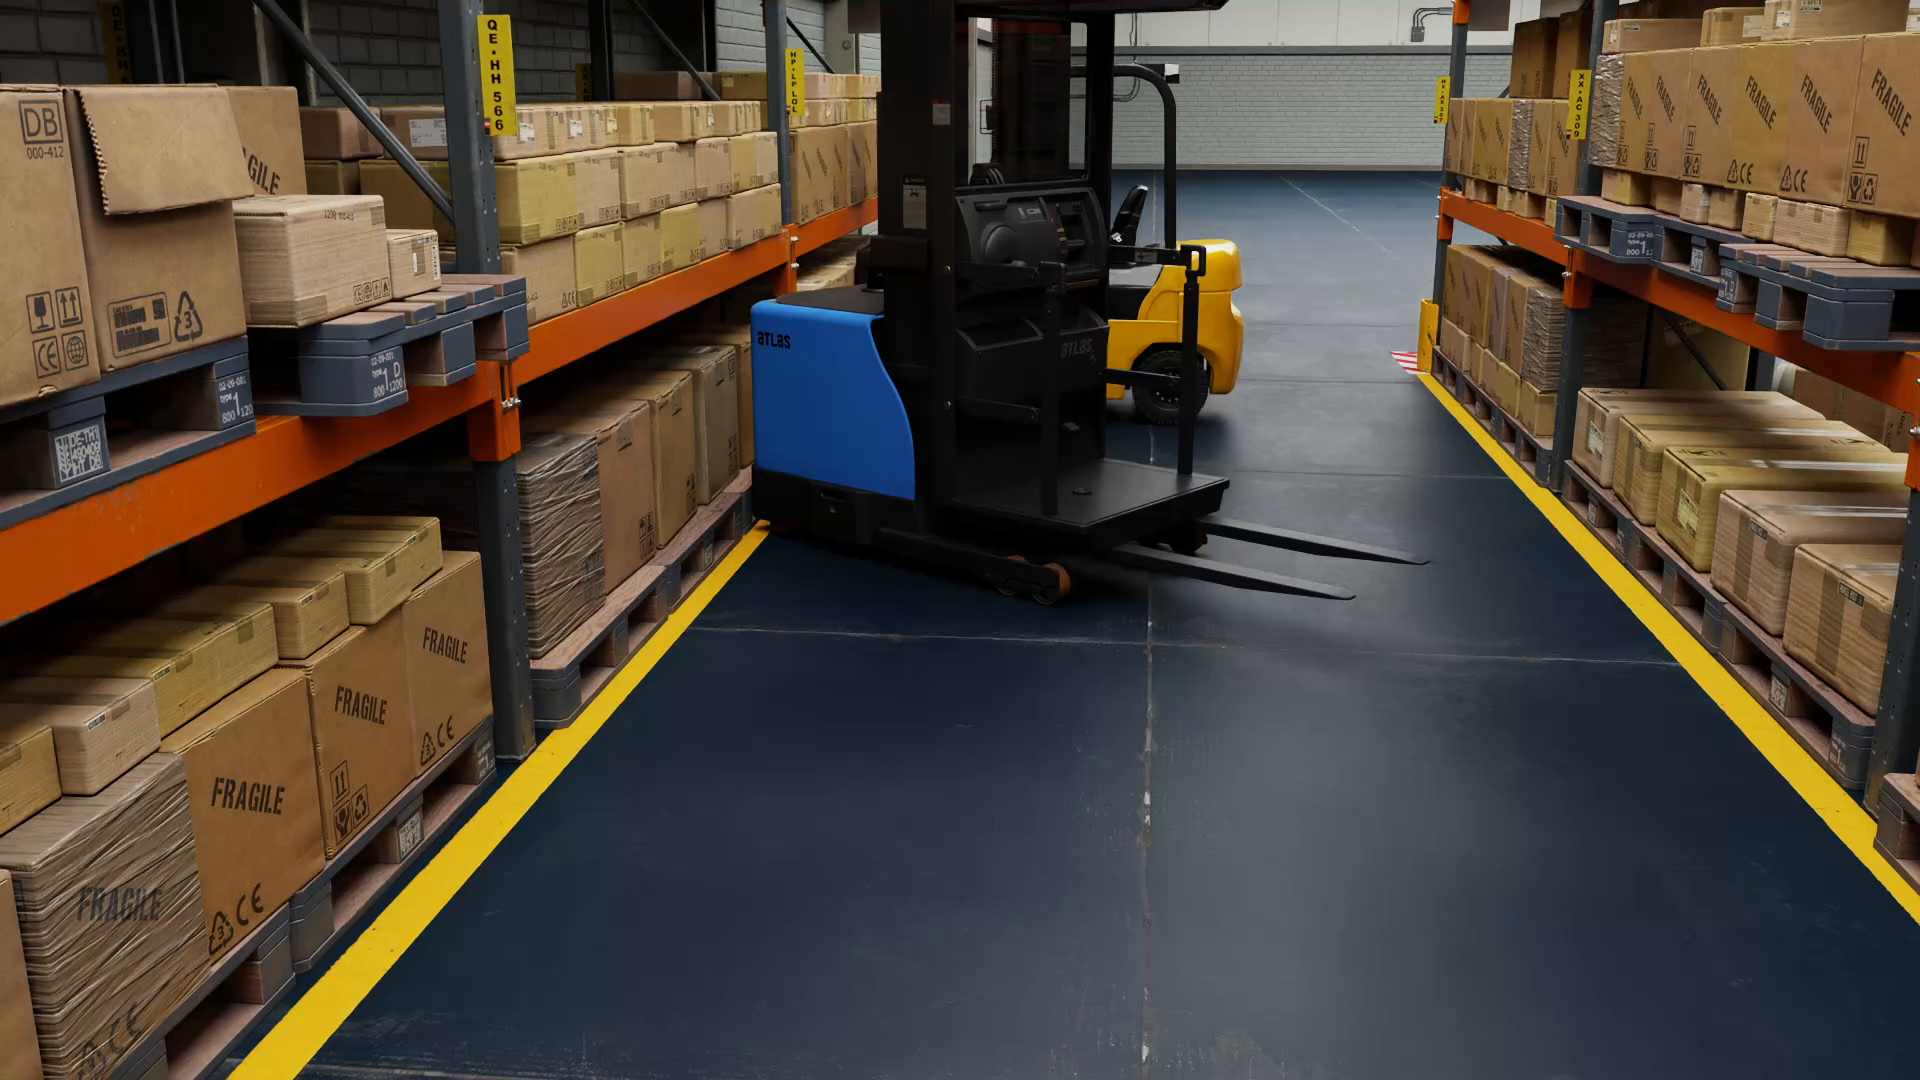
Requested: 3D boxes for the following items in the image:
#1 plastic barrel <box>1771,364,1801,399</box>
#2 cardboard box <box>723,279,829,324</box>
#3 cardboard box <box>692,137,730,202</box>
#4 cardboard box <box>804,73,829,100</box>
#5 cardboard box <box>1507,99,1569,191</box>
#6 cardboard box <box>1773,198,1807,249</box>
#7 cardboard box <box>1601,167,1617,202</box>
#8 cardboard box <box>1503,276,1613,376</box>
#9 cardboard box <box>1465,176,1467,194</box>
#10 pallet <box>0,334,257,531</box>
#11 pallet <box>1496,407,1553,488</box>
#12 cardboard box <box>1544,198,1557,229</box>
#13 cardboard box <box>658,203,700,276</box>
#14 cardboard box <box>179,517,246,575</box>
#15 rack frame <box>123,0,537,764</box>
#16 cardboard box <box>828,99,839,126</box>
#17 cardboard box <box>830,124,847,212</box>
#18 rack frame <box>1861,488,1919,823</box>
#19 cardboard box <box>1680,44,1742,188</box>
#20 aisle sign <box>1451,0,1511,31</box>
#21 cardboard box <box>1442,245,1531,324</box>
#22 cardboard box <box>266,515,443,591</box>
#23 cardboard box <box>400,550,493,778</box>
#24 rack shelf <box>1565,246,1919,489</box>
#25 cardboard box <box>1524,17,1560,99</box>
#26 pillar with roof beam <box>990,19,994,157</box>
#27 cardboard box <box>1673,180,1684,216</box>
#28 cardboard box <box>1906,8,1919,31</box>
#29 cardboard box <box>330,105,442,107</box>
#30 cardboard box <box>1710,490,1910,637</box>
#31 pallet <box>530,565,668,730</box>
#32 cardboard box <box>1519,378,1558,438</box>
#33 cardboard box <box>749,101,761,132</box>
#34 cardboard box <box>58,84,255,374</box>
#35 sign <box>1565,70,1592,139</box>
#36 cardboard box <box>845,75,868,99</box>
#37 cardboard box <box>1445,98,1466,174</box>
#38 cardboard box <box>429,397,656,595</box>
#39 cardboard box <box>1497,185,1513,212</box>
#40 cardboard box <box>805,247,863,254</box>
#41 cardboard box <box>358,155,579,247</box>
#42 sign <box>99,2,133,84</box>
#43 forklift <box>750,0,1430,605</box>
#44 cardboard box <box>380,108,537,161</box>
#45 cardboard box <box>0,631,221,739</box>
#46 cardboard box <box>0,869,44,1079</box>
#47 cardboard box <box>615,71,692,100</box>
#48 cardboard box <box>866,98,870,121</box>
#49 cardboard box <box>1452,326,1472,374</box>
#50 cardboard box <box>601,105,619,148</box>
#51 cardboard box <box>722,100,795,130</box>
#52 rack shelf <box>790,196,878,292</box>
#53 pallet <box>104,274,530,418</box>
[{"bbox_3d":[5.270,-0.896,10.165,0.421,0.421,0.512,-14,20,-42],"label":"plastic barrel"},{"bbox_3d":[-1.019,-1.302,9.279,0.500,0.250,0.500,1,15,5],"label":"cardboard box"},{"bbox_3d":[-1.301,-1.596,7.147,0.500,0.250,0.500,2,15,7],"label":"cardboard box"},{"bbox_3d":[-0.964,-2.607,9.554,0.380,0.149,0.250,2,15,8],"label":"cardboard box"},{"bbox_3d":[3.456,-2.266,9.532,0.500,0.500,0.500,2,15,8],"label":"cardboard box"},{"bbox_3d":[2.878,-1.022,5.372,0.380,0.149,0.250,1,15,4],"label":"cardboard box"},{"bbox_3d":[3.171,-1.630,7.621,0.380,0.149,0.250,2,15,7],"label":"cardboard box"},{"bbox_3d":[3.403,-1.213,9.429,0.500,0.500,0.500,2,15,7],"label":"cardboard box"},{"bbox_3d":[3.630,-2.385,11.215,0.380,0.149,0.250,1,15,4],"label":"cardboard box"},{"bbox_3d":[-2.051,-0.193,2.998,1.003,0.211,1.213,2,15,6],"label":"pallet"},{"bbox_3d":[3.588,-0.512,9.150,1.003,0.211,1.213,2,15,6],"label":"pallet"},{"bbox_3d":[3.302,-1.719,8.753,0.380,0.149,0.250,2,15,8],"label":"cardboard box"},{"bbox_3d":[-1.370,-1.225,6.731,0.500,0.250,0.500,2,15,8],"label":"cardboard box"},{"bbox_3d":[-2.205,0.026,4.559,0.380,0.149,0.250,2,15,9],"label":"cardboard box"},{"bbox_3d":[-1.836,-0.790,4.839,1.000,3.000,0.127,2,15,6],"label":"rack frame"},{"bbox_3d":[-0.926,-2.530,9.836,0.380,0.149,0.250,2,15,6],"label":"cardboard box"},{"bbox_3d":[-0.977,-2.251,10.047,0.500,0.500,0.500,2,15,6],"label":"cardboard box"},{"bbox_3d":[3.096,-0.645,4.302,1.000,3.000,0.127,2,15,6],"label":"rack frame"},{"bbox_3d":[3.037,-1.573,6.166,0.500,0.500,0.500,1,15,4],"label":"cardboard box"},{"bbox_3d":[3.698,-4.000,11.729,0.394,0.787,0.004,2,15,6],"label":"aisle sign"},{"bbox_3d":[3.631,-1.750,11.415,0.500,0.500,0.500,1,15,4],"label":"cardboard box"},{"bbox_3d":[-1.640,0.036,4.524,0.380,0.149,0.250,1,15,4],"label":"cardboard box"},{"bbox_3d":[-1.671,0.329,4.681,0.500,0.500,0.500,2,15,8],"label":"cardboard box"},{"bbox_3d":[3.322,-0.817,6.314,1.077,0.370,4.000,2,15,6],"label":"rack shelf"},{"bbox_3d":[4.093,-3.125,10.794,0.700,0.500,0.500,2,15,7],"label":"cardboard box"},{"bbox_3d":[5.078,-11.705,33.711,9.100,9.000,0.400,2,15,6],"label":"pillar with roof beam"},{"bbox_3d":[3.078,-1.360,6.623,0.380,0.149,0.250,2,15,7],"label":"cardboard box"},{"bbox_3d":[3.647,-2.013,6.552,0.380,0.149,0.250,1,15,4],"label":"cardboard box"},{"bbox_3d":[-2.034,-1.444,5.823,0.380,0.149,0.250,1,15,5],"label":"cardboard box"},{"bbox_3d":[3.245,0.083,5.839,0.950,0.372,0.625,1,15,5],"label":"cardboard box"},{"bbox_3d":[-1.705,0.343,5.988,1.003,0.211,1.213,2,15,6],"label":"pallet"},{"bbox_3d":[3.347,-0.719,9.039,0.500,0.250,0.500,2,15,9],"label":"cardboard box"},{"bbox_3d":[-1.203,-2.094,8.226,0.380,0.149,0.250,2,15,8],"label":"cardboard box"},{"bbox_3d":[-1.837,-0.614,3.185,0.797,0.503,0.637,1,15,5],"label":"cardboard box"},{"bbox_3d":[3.007,-2.115,8.077,0.100,0.325,0.005,2,15,6],"label":"sign"},{"bbox_3d":[-0.809,-2.937,10.774,0.380,0.149,0.250,2,15,7],"label":"cardboard box"},{"bbox_3d":[3.670,-2.797,11.499,0.500,0.500,0.500,1,15,5],"label":"cardboard box"},{"bbox_3d":[-1.687,-0.178,6.318,0.875,0.625,0.625,2,15,8],"label":"cardboard box"},{"bbox_3d":[3.444,-2.051,9.980,0.380,0.149,0.250,2,15,7],"label":"cardboard box"},{"bbox_3d":[-0.775,-1.831,11.235,0.500,0.250,0.500,2,15,7],"label":"cardboard box"},{"bbox_3d":[-1.519,-1.067,5.189,0.500,0.250,0.500,2,15,6],"label":"cardboard box"},{"bbox_3d":[-2.388,-1.365,4.745,0.100,0.325,0.005,2,15,6],"label":"sign"},{"bbox_3d":[0.474,-1.309,6.888,3.031,2.935,1.130,13,20,39],"label":"forklift"},{"bbox_3d":[-1.508,-1.226,5.015,0.380,0.149,0.250,2,15,8],"label":"cardboard box"},{"bbox_3d":[-1.817,0.306,3.524,0.380,0.149,0.250,1,15,5],"label":"cardboard box"},{"bbox_3d":[-1.899,0.864,2.703,0.500,0.500,0.500,1,15,5],"label":"cardboard box"},{"bbox_3d":[-1.649,-2.425,8.878,0.380,0.149,0.250,2,15,6],"label":"cardboard box"},{"bbox_3d":[-0.806,-2.861,11.063,0.380,0.149,0.250,1,15,4],"label":"cardboard box"},{"bbox_3d":[3.568,-1.262,11.047,0.500,0.250,0.500,2,15,8],"label":"cardboard box"},{"bbox_3d":[-1.460,-1.497,6.017,0.380,0.149,0.250,2,15,7],"label":"cardboard box"},{"bbox_3d":[-1.088,-2.264,8.855,0.380,0.149,0.250,1,15,5],"label":"cardboard box"},{"bbox_3d":[-1.159,-1.999,10.688,1.077,0.370,4.000,2,15,6],"label":"rack shelf"},{"bbox_3d":[-1.843,-0.520,4.206,1.213,0.211,1.003,2,15,6],"label":"pallet"}]
